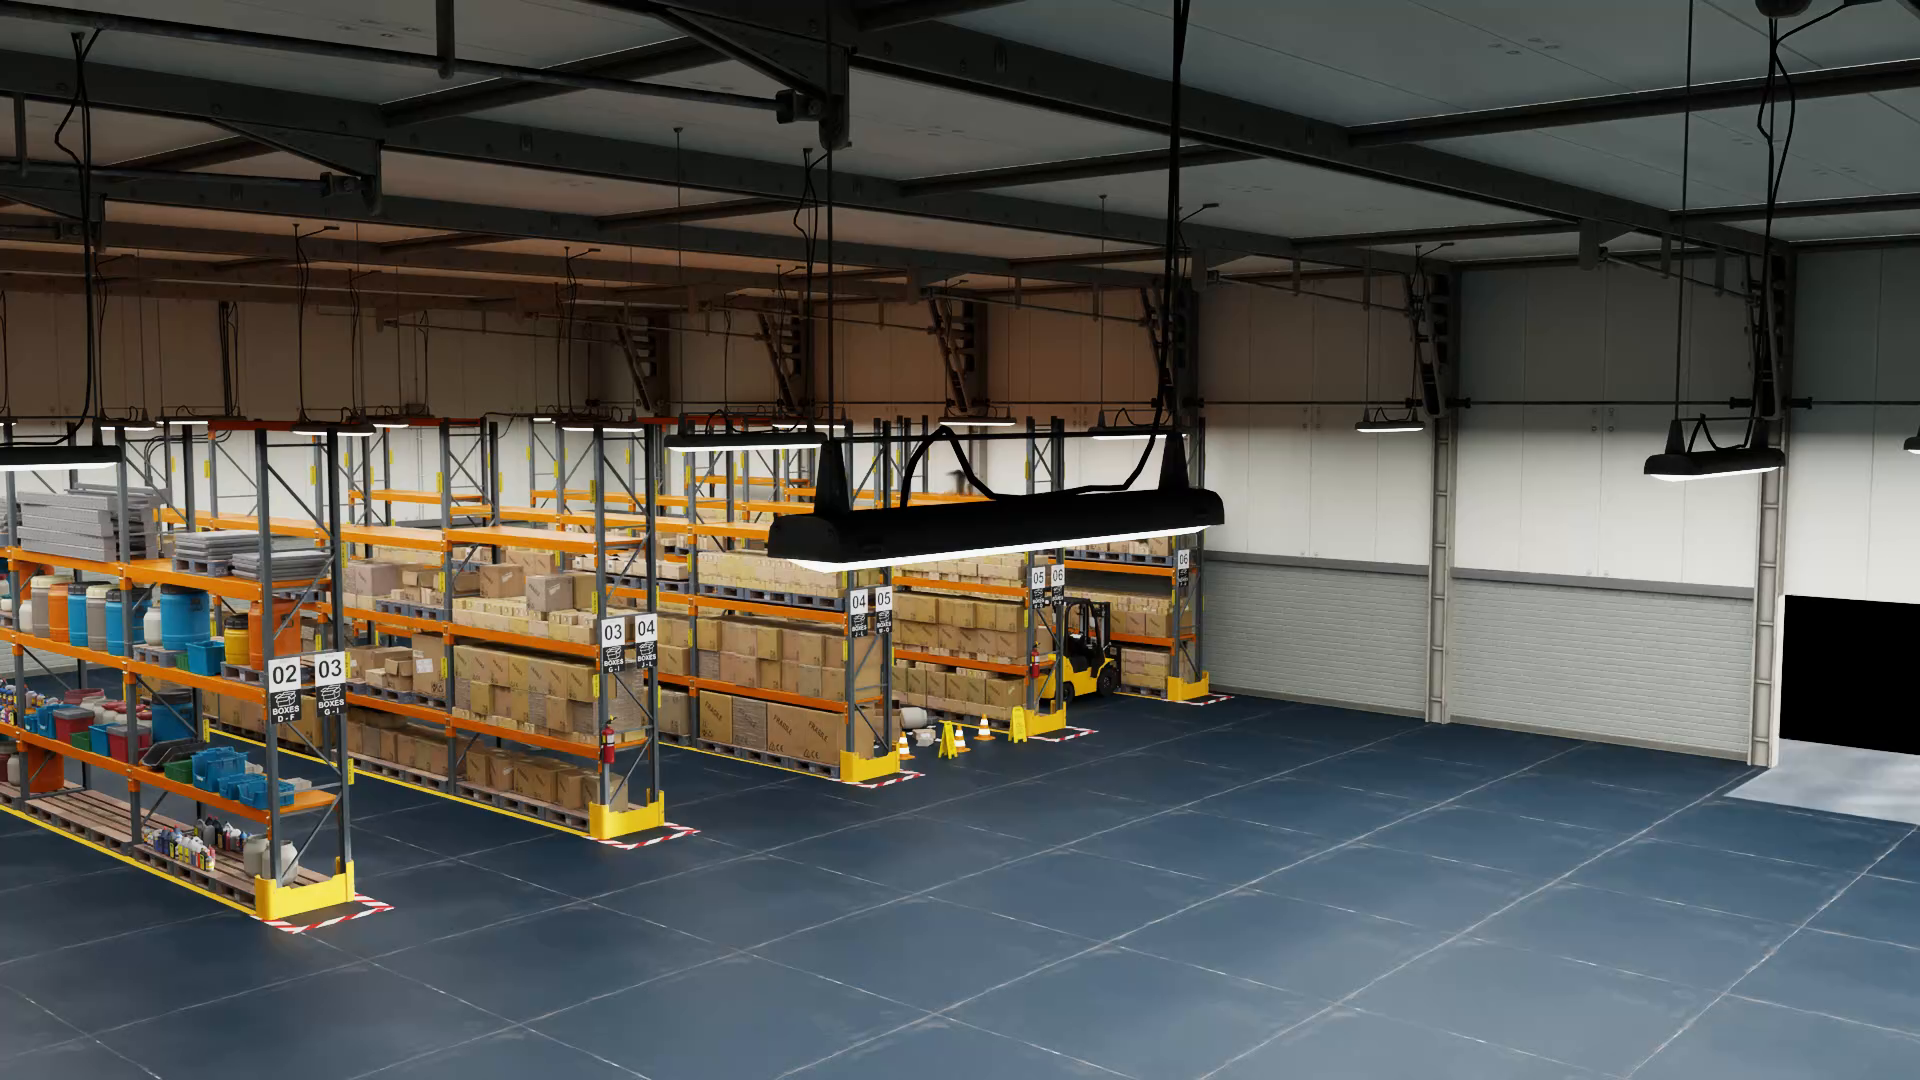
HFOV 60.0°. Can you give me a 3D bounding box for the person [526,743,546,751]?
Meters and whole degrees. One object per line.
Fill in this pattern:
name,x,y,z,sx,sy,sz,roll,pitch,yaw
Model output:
person,-7.652,3.069,30.187,0.895,1.517,0.623,1,5,17
